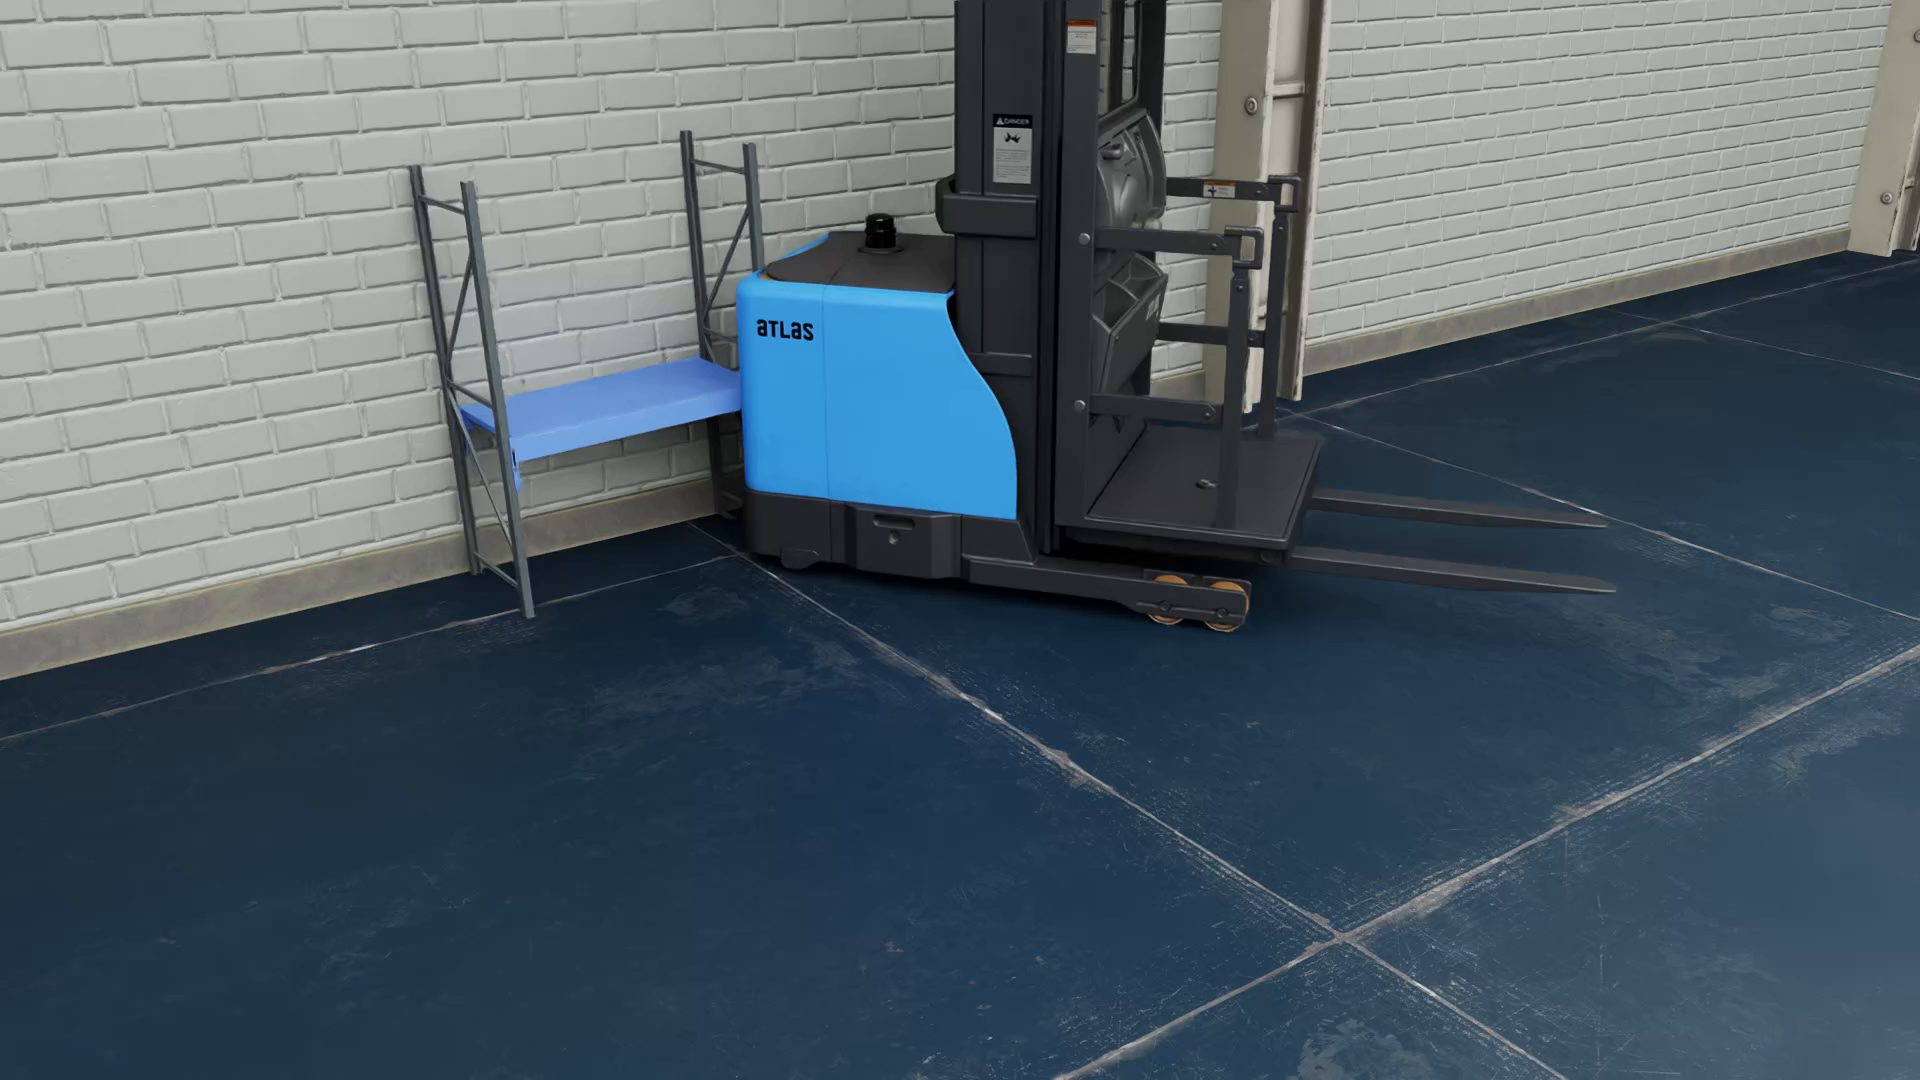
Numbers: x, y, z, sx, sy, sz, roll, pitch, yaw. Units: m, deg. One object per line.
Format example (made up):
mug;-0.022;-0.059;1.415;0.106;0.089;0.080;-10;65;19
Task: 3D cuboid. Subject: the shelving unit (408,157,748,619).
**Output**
shelving unit;-1.251;-0.612;5.917;1.039;1.500;0.538;-17;26;-33

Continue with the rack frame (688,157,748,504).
rack frame;-0.844;-0.740;6.201;0.013;1.308;0.475;-17;26;-33

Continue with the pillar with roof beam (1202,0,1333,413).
pillar with roof beam;3.934;-3.575;3.213;0.400;9.000;9.100;-15;26;-33

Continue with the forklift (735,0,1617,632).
forklift;0.776;-1.271;5.628;3.031;2.935;1.130;7;23;16

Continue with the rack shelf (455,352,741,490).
rack shelf;-1.242;-0.446;5.986;1.000;0.185;0.538;-17;26;-33

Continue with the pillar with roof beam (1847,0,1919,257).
pillar with roof beam;8.805;-4.874;6.468;0.400;9.000;9.100;-15;26;-33

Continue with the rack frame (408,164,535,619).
rack frame;-1.652;-0.486;5.639;0.032;1.500;0.500;-17;26;-33
